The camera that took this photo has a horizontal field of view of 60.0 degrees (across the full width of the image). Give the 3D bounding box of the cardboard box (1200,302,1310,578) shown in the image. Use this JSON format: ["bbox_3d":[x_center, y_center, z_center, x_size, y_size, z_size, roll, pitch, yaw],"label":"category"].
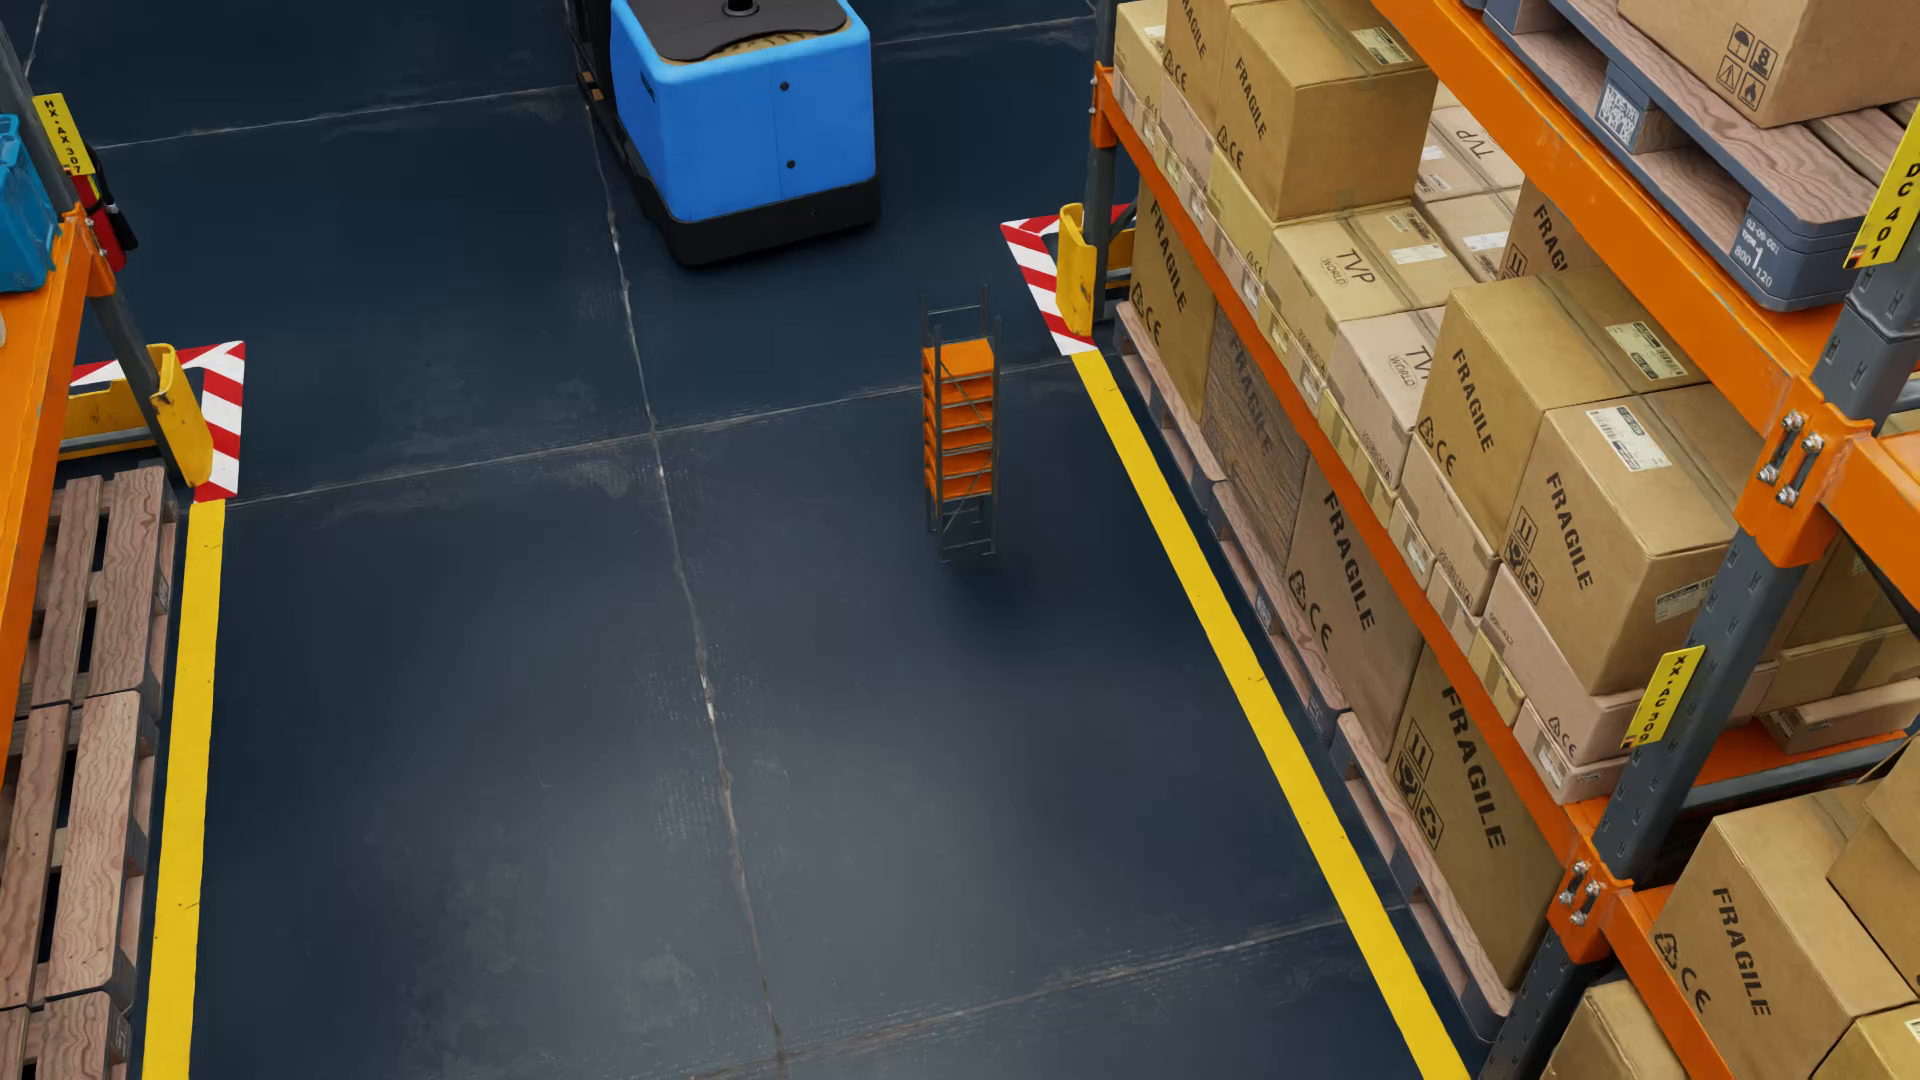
[{"bbox_3d":[1.525,-0.533,6.366,0.875,0.875,0.875,-11,47,-10],"label":"cardboard box"}]

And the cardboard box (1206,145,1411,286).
[{"bbox_3d":[1.178,-1.151,5.675,0.500,0.250,0.500,-12,47,-12],"label":"cardboard box"}]

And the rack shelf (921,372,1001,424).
[{"bbox_3d":[0.004,-0.547,6.172,0.258,0.103,0.180,-11,47,-10],"label":"rack shelf"}]

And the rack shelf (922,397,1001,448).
[{"bbox_3d":[0.004,-0.463,6.258,0.258,0.103,0.180,-11,47,-10],"label":"rack shelf"}]

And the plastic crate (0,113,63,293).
[{"bbox_3d":[-3.471,-1.116,5.677,0.616,0.435,0.499,-11,47,-10],"label":"plastic crate"}]

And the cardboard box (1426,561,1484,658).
[{"bbox_3d":[1.549,0.158,4.671,0.380,0.149,0.250,-11,47,-11],"label":"cardboard box"}]

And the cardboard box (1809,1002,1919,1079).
[{"bbox_3d":[2.081,1.251,3.354,0.500,0.500,0.500,-11,47,-10],"label":"cardboard box"}]

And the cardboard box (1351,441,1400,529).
[{"bbox_3d":[1.416,-0.197,5.019,0.380,0.149,0.250,-10,46,-10],"label":"cardboard box"}]

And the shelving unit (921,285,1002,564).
[{"bbox_3d":[0.004,-0.410,6.312,0.258,1.200,0.189,-11,47,-10],"label":"shelving unit"}]

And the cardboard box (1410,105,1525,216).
[{"bbox_3d":[1.692,-1.250,5.771,0.500,0.250,0.500,-12,47,-12],"label":"cardboard box"}]

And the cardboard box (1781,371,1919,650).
[{"bbox_3d":[2.200,-0.116,4.135,0.500,0.500,0.500,-11,47,-10],"label":"cardboard box"}]

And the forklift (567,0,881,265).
[{"bbox_3d":[-1.442,-3.405,8.034,1.130,2.935,3.031,-17,48,-16],"label":"forklift"}]

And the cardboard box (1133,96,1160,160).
[{"bbox_3d":[0.890,-1.615,6.409,0.380,0.149,0.250,-11,47,-11],"label":"cardboard box"}]

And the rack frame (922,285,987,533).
[{"bbox_3d":[-0.020,-0.473,6.374,0.240,1.200,0.006,-11,47,-10],"label":"rack frame"}]

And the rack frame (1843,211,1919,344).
[{"bbox_3d":[2.075,-1.524,1.943,1.000,3.000,0.127,-11,47,-10],"label":"rack frame"}]

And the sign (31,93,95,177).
[{"bbox_3d":[-3.209,-1.449,5.956,0.100,0.325,0.005,-11,47,-10],"label":"sign"}]

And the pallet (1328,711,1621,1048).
[{"bbox_3d":[1.956,1.013,5.610,1.003,0.211,1.213,-11,47,-10],"label":"pallet"}]

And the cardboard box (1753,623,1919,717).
[{"bbox_3d":[2.208,0.152,4.397,0.500,0.250,0.500,-11,47,-11],"label":"cardboard box"}]

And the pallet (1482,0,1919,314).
[{"bbox_3d":[1.876,-1.010,3.601,1.003,0.211,1.213,-11,47,-10],"label":"pallet"}]

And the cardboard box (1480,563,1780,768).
[{"bbox_3d":[1.708,0.267,4.284,0.500,0.250,0.500,-12,47,-11],"label":"cardboard box"}]

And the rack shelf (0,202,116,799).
[{"bbox_3d":[-3.225,0.353,4.808,1.077,0.370,4.000,-11,47,-10],"label":"rack shelf"}]

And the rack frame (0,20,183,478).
[{"bbox_3d":[-3.737,-1.280,5.904,1.000,3.000,0.127,-11,47,-10],"label":"rack frame"}]

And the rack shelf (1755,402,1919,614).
[{"bbox_3d":[2.587,1.159,1.918,1.077,0.370,4.000,-11,47,-10],"label":"rack shelf"}]

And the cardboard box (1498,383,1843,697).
[{"bbox_3d":[1.699,-0.007,4.028,0.500,0.500,0.500,-9,46,-9],"label":"cardboard box"}]

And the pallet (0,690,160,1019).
[{"bbox_3d":[-3.254,1.113,5.511,1.003,0.211,1.213,-11,47,-10],"label":"pallet"}]

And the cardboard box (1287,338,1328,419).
[{"bbox_3d":[1.287,-0.550,5.365,0.380,0.149,0.250,-10,46,-10],"label":"cardboard box"}]

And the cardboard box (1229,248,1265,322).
[{"bbox_3d":[1.154,-0.905,5.713,0.380,0.149,0.250,-11,47,-11],"label":"cardboard box"}]

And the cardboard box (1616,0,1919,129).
[{"bbox_3d":[1.817,-1.220,3.311,0.700,0.500,0.500,-13,47,-13],"label":"cardboard box"}]

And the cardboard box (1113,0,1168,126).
[{"bbox_3d":[0.913,-1.857,6.366,0.500,0.250,0.500,-12,47,-11],"label":"cardboard box"}]

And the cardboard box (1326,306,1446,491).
[{"bbox_3d":[1.443,-0.442,4.979,0.500,0.250,0.500,-10,46,-10],"label":"cardboard box"}]

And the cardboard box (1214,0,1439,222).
[{"bbox_3d":[1.179,-1.417,5.410,0.500,0.500,0.500,-12,47,-11],"label":"cardboard box"}]

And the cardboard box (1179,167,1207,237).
[{"bbox_3d":[1.024,-1.259,6.059,0.380,0.149,0.250,-11,47,-11],"label":"cardboard box"}]

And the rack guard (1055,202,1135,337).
[{"bbox_3d":[1.045,-1.327,7.701,1.175,0.500,0.348,-11,47,-10],"label":"rack guard"}]

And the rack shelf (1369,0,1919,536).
[{"bbox_3d":[1.563,-1.603,4.624,1.077,0.370,4.000,-11,47,-10],"label":"rack shelf"}]

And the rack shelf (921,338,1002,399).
[{"bbox_3d":[0.004,-0.631,6.086,0.258,0.103,0.180,-11,47,-10],"label":"rack shelf"}]

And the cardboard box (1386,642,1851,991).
[{"bbox_3d":[1.983,0.702,5.155,0.875,0.875,0.875,-11,47,-10],"label":"cardboard box"}]

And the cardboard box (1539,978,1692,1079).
[{"bbox_3d":[2.258,1.611,4.265,1.225,0.875,0.875,-11,47,-10],"label":"cardboard box"}]

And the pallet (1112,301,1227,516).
[{"bbox_3d":[1.331,-0.672,7.261,1.003,0.211,1.213,-11,47,-10],"label":"pallet"}]

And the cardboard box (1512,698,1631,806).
[{"bbox_3d":[1.680,0.513,4.323,0.380,0.149,0.250,-10,47,-10],"label":"cardboard box"}]
